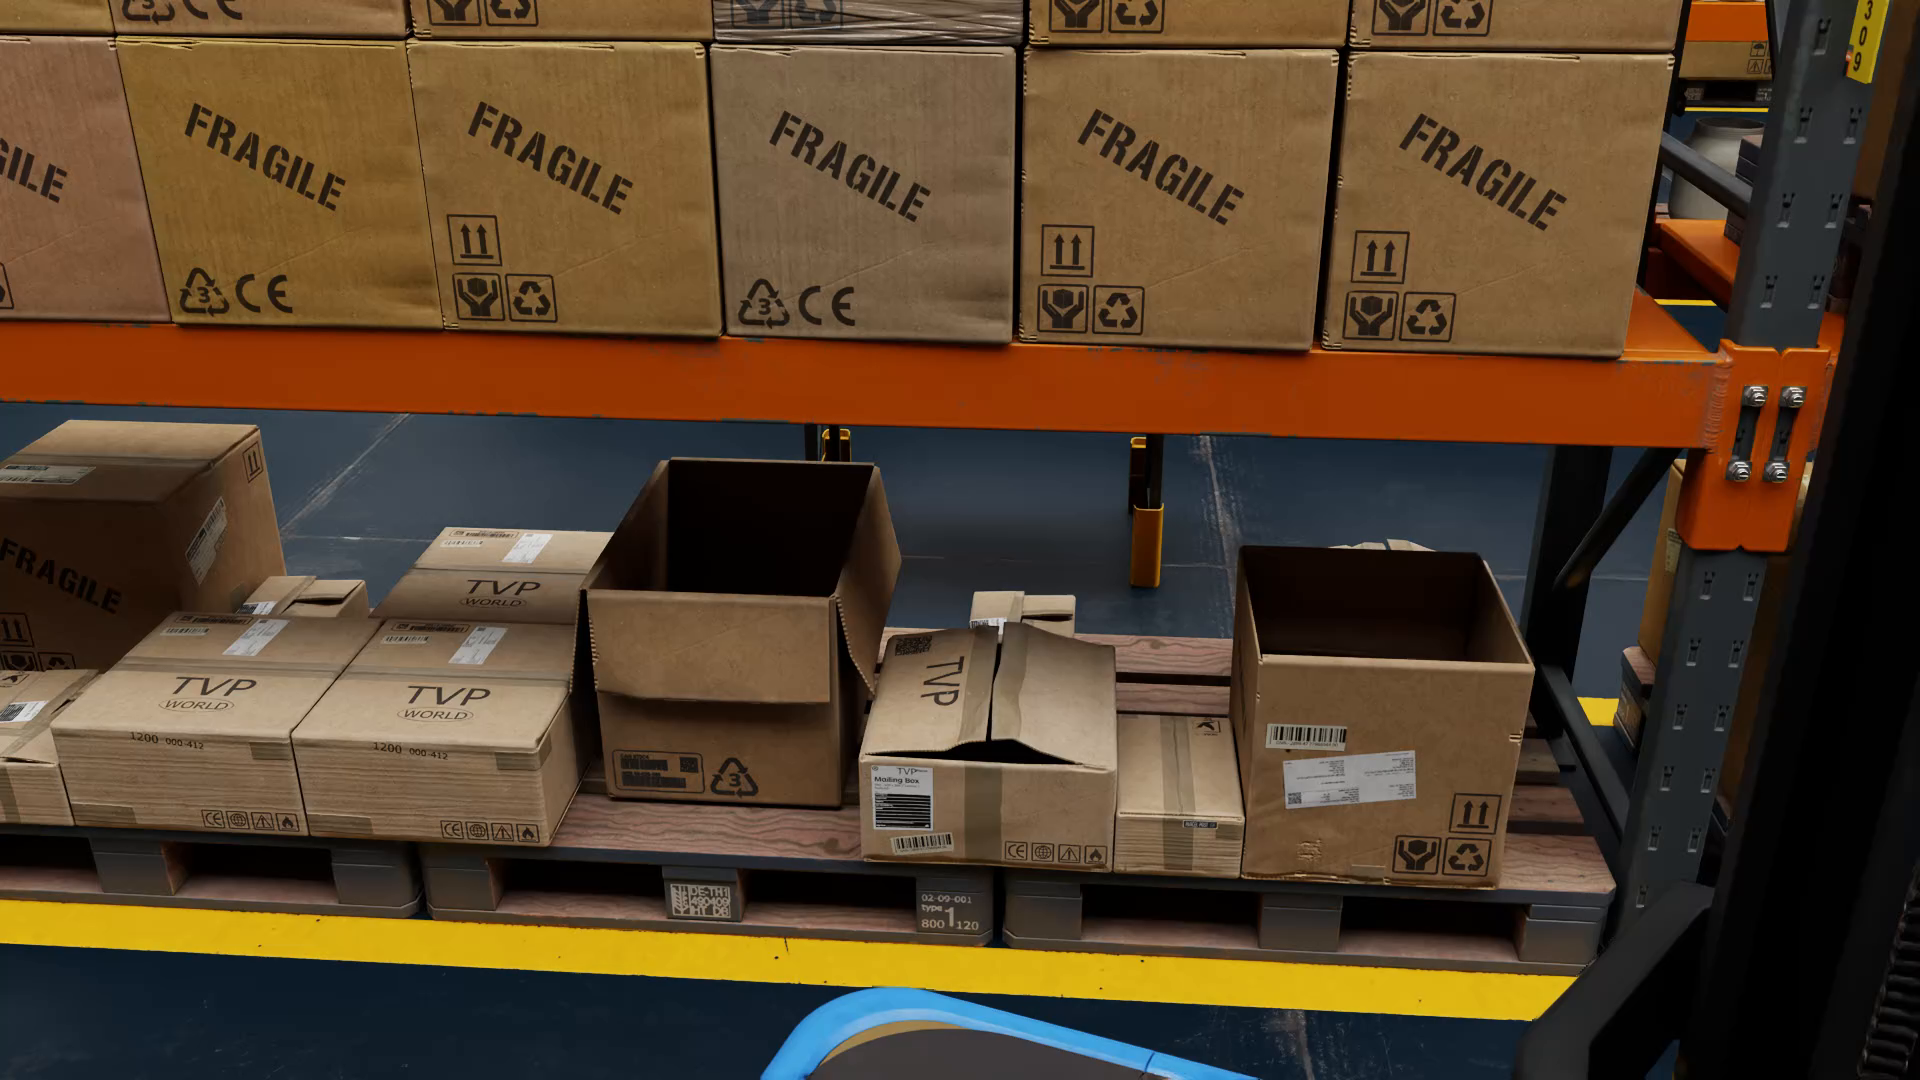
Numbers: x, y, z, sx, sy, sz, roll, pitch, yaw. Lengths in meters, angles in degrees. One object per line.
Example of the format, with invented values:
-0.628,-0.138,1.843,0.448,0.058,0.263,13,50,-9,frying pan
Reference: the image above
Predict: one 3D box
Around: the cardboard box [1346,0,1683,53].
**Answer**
0.885,-1.097,2.729,0.500,0.500,0.500,2,25,4,cardboard box

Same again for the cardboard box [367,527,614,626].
-1.074,0.190,4.012,0.500,0.250,0.500,2,25,4,cardboard box

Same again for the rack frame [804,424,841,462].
-0.422,-0.695,4.966,0.032,1.500,0.500,2,25,4,rack frame

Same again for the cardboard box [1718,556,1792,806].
1.872,0.364,3.335,0.500,0.500,0.500,1,25,2,cardboard box

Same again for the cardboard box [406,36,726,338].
-0.644,-0.690,3.041,0.500,0.500,0.500,2,25,5,cardboard box

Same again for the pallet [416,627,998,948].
-0.496,0.518,3.873,1.213,0.211,1.003,2,25,4,pallet

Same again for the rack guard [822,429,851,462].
-0.421,-0.127,5.227,0.087,0.250,0.587,2,25,4,rack guard

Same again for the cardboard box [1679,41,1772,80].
5.473,-3.946,12.276,0.875,0.875,1.225,1,25,2,cardboard box

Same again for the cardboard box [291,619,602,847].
-1.062,0.400,3.555,0.500,0.250,0.500,2,25,4,cardboard box

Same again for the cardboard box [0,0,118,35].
-1.635,-1.179,2.908,0.500,0.500,0.500,2,25,5,cardboard box

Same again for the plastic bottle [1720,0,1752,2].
3.379,-2.486,7.213,0.135,0.276,0.152,2,25,4,plastic bottle

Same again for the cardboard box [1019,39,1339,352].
0.377,-0.659,2.975,0.500,0.500,0.500,3,25,5,cardboard box

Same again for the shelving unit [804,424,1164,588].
0.076,-0.679,4.931,1.083,1.500,0.587,2,25,4,shelving unit

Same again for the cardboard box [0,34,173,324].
-1.642,-0.724,3.115,0.500,0.500,0.500,2,25,3,cardboard box

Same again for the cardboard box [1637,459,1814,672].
1.923,0.143,3.814,0.500,0.500,0.500,2,25,4,cardboard box

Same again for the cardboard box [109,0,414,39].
-1.137,-1.161,2.868,0.500,0.500,0.500,2,25,5,cardboard box

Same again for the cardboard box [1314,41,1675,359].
0.891,-0.643,2.940,0.500,0.500,0.500,2,25,5,cardboard box

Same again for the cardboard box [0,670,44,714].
-2.188,0.435,3.600,0.250,0.149,0.380,2,25,4,cardboard box

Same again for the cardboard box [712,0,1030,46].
-0.129,-1.128,2.798,0.500,0.500,0.500,2,25,4,cardboard box

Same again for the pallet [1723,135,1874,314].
2.197,-0.531,3.044,1.213,0.211,1.003,2,25,4,pallet

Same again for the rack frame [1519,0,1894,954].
1.409,-0.689,3.158,0.127,3.000,1.000,2,25,4,rack frame

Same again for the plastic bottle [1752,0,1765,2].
3.492,-2.469,7.181,0.097,0.271,0.097,0,25,0,plastic bottle

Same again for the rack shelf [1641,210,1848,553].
3.403,-0.298,3.170,4.000,0.370,1.077,2,25,4,rack shelf

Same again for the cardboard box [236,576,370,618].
-1.622,0.236,4.013,0.250,0.166,0.380,2,25,4,cardboard box

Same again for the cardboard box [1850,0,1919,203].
1.864,-0.817,2.814,0.500,0.500,0.700,-6,25,-14,cardboard box

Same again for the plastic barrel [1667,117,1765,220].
3.595,-1.711,7.854,0.421,0.512,0.421,0,25,0,plastic barrel

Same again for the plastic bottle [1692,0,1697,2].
3.147,-2.494,7.229,0.135,0.276,0.152,2,25,4,plastic bottle

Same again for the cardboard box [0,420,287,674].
-2.018,0.034,4.053,0.500,0.500,0.500,2,25,4,cardboard box

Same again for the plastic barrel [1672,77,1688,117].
3.039,-1.944,7.893,0.708,0.901,0.600,2,25,4,plastic barrel

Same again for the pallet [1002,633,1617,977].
0.724,0.556,3.790,1.213,0.211,1.003,2,25,4,pallet

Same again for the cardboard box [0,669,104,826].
-1.939,0.435,3.579,0.250,0.166,0.380,2,25,4,cardboard box

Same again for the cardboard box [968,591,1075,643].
0.144,0.271,3.935,0.250,0.166,0.380,2,25,4,cardboard box

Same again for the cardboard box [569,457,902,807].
-0.465,0.187,3.714,0.637,0.503,0.797,2,25,4,cardboard box

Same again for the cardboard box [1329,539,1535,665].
1.007,0.229,3.854,0.500,0.311,0.500,2,25,4,cardboard box

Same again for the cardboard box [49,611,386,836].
-1.561,0.384,3.590,0.500,0.250,0.500,2,25,4,cardboard box

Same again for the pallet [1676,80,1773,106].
5.379,-3.479,12.559,1.213,0.211,1.003,2,25,4,pallet

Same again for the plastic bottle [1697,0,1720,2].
3.261,-2.445,7.212,0.097,0.201,0.097,0,25,0,plastic bottle

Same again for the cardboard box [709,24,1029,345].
-0.136,-0.675,3.008,0.500,0.500,0.500,2,25,5,cardboard box

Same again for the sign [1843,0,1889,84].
1.375,-0.856,2.485,0.005,0.325,0.100,2,25,4,sign

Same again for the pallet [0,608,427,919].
-1.709,0.478,3.960,1.213,0.211,1.003,2,25,4,pallet

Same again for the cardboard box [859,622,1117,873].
0.071,0.409,3.463,0.500,0.311,0.500,2,25,4,cardboard box

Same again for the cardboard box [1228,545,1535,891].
0.819,0.347,3.372,0.500,0.500,0.500,2,25,4,cardboard box

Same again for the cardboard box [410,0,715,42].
-0.630,-1.145,2.834,0.500,0.500,0.500,2,25,4,cardboard box

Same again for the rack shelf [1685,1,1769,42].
3.786,-2.362,7.656,4.000,0.370,1.077,2,25,4,rack shelf

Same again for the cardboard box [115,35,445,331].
-1.142,-0.707,3.077,0.500,0.500,0.500,2,25,4,cardboard box

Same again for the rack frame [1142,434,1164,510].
0.592,-0.662,4.895,0.032,1.500,0.500,2,25,4,rack frame

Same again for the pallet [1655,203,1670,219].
3.778,-1.406,8.054,1.213,0.211,1.003,2,25,4,pallet

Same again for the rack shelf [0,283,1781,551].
-0.585,-0.426,3.448,4.000,0.370,1.077,2,25,4,rack shelf

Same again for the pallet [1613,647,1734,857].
2.223,0.588,3.719,1.213,0.211,1.003,2,25,4,pallet

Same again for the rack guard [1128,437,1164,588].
0.573,-0.095,5.158,0.087,0.250,0.587,2,25,4,rack guard

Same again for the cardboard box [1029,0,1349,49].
0.374,-1.112,2.762,0.500,0.500,0.500,1,25,3,cardboard box

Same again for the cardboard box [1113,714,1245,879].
0.440,0.519,3.417,0.250,0.149,0.380,2,25,4,cardboard box
